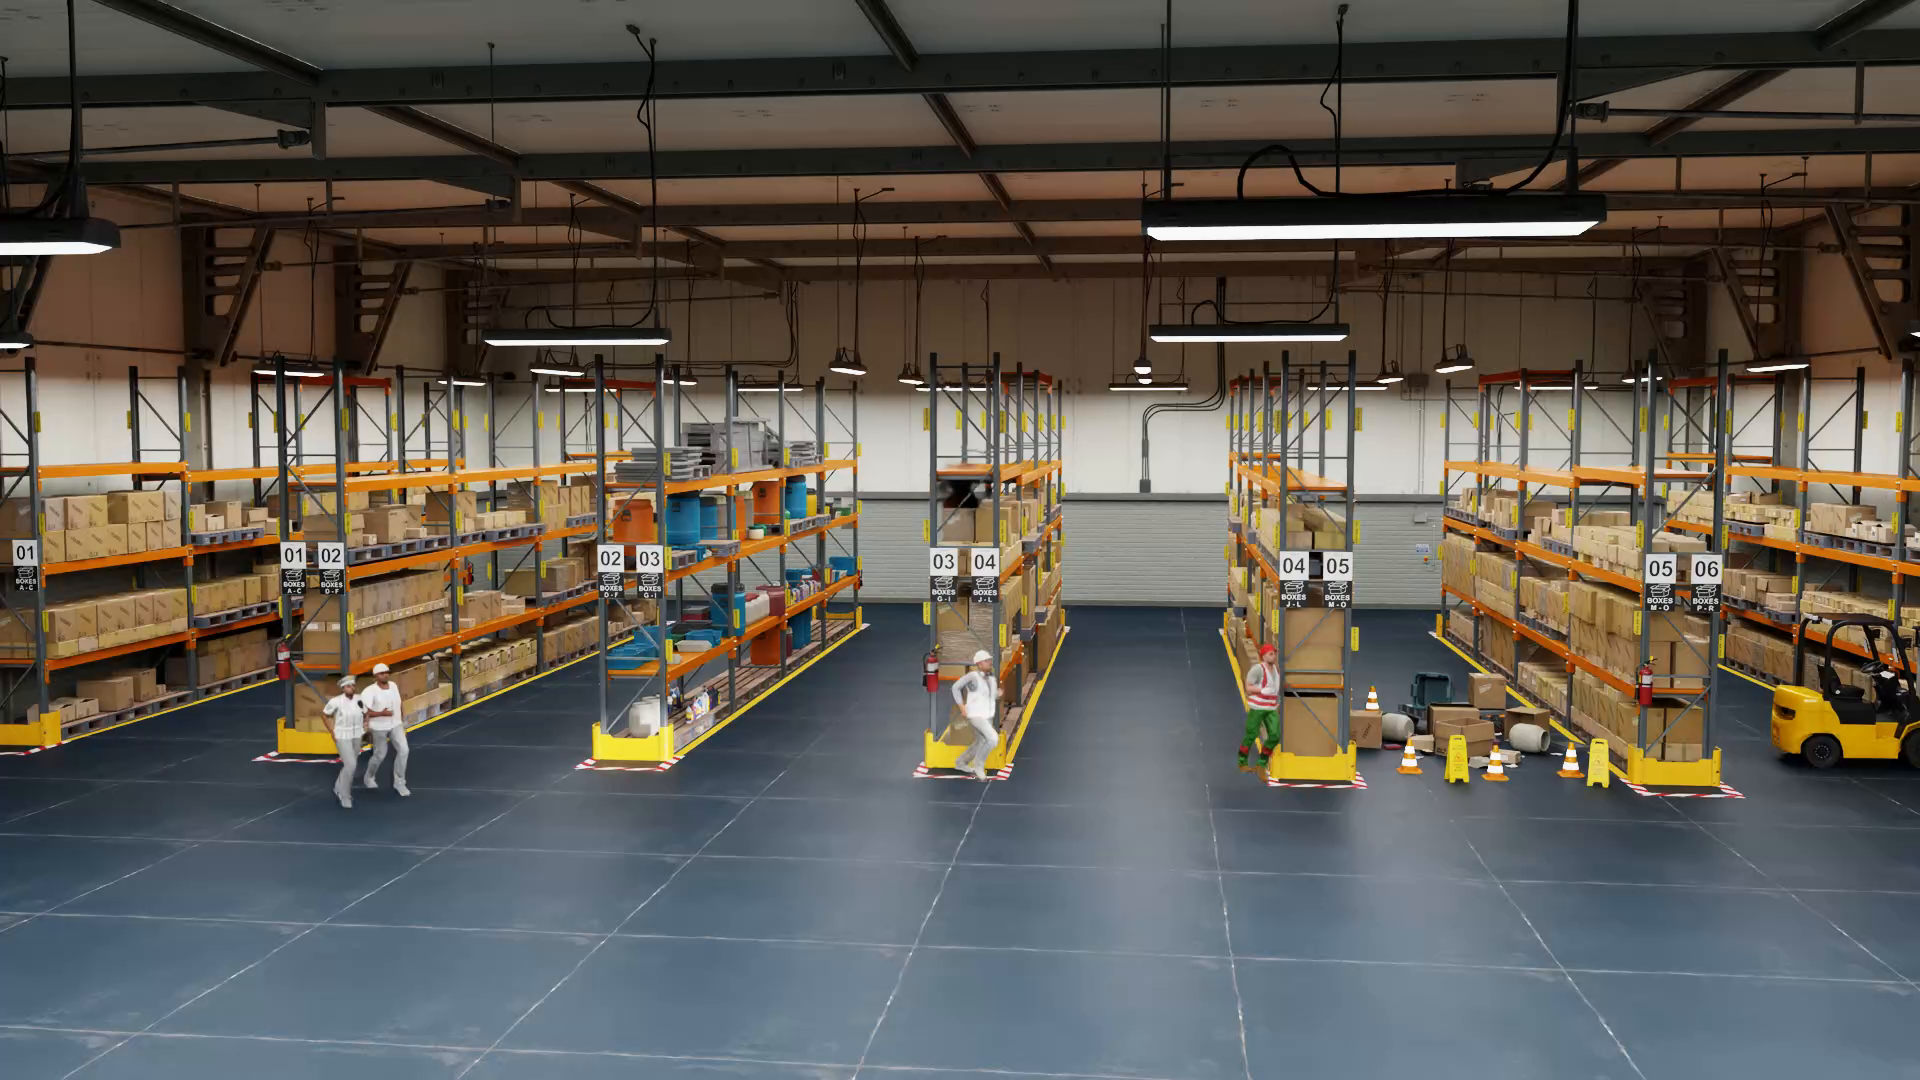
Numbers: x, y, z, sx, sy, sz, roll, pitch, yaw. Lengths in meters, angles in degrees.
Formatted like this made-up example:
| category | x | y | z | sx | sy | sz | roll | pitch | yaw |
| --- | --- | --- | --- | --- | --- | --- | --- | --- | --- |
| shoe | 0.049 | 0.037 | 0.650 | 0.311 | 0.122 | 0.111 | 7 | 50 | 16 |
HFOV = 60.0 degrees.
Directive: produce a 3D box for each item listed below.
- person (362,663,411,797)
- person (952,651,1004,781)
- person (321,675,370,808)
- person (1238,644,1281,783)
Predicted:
| category | x | y | z | sx | sy | sz | roll | pitch | yaw |
| --- | --- | --- | --- | --- | --- | --- | --- | --- | --- |
| person | -7.740 | 2.547 | 22.433 | 0.805 | 1.792 | 0.704 | 3 | 5 | 41 |
| person | 0.255 | 2.352 | 22.355 | 0.775 | 1.736 | 0.629 | 3 | 5 | 36 |
| person | -8.014 | 2.636 | 21.792 | 0.703 | 1.777 | 0.590 | 3 | 5 | 37 |
| person | 4.121 | 2.325 | 22.384 | 0.655 | 1.858 | 0.707 | -2 | 5 | -28 |
